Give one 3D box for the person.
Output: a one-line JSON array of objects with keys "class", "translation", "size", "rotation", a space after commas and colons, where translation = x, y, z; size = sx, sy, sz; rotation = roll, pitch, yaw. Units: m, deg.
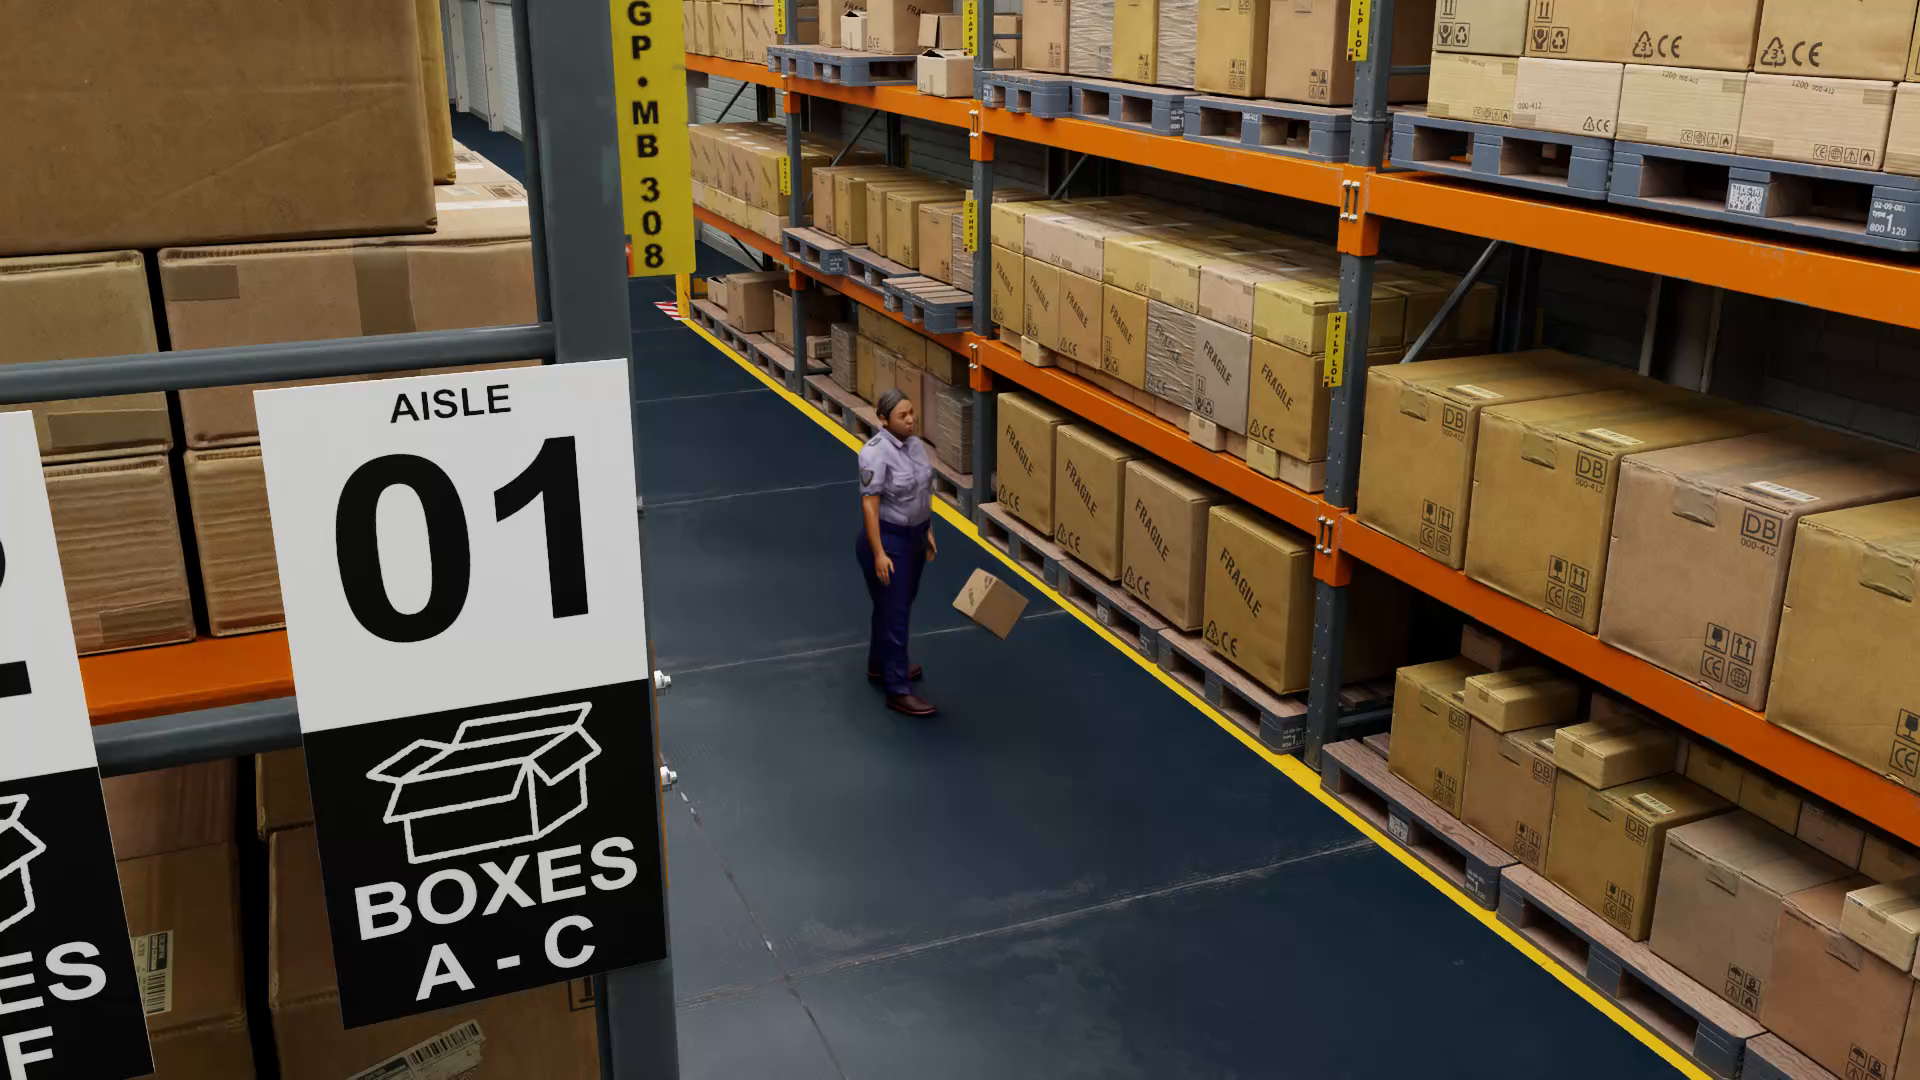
[{"class": "person", "translation": [-0.302, 0.035, 8.463], "size": [0.558, 1.644, 0.602], "rotation": [9, 21, 25]}]
